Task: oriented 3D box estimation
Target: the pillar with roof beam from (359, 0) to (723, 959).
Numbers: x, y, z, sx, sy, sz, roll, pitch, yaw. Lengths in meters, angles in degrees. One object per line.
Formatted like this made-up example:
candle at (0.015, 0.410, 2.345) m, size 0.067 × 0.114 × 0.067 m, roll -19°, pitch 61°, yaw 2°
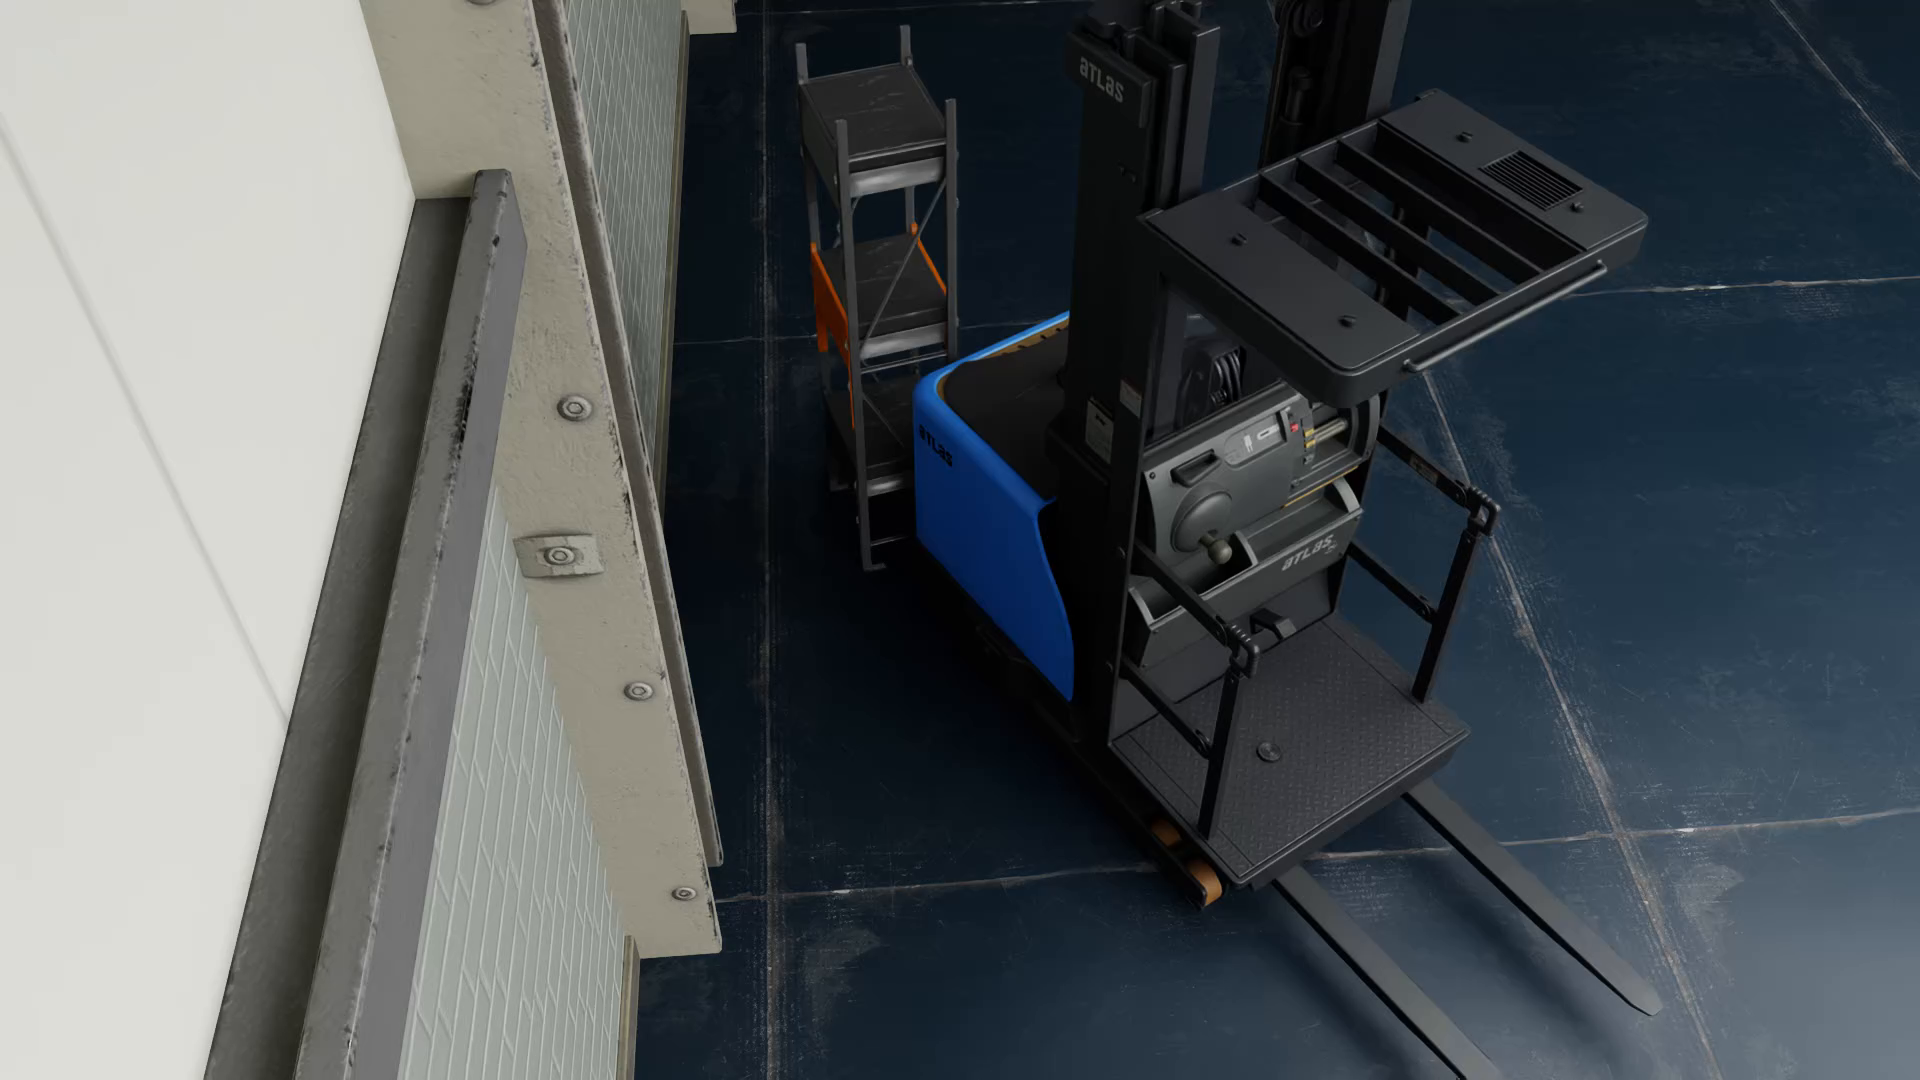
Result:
pillar with roof beam at (3.319, -2.108, 2.685) m, size 9.100 × 9.000 × 0.400 m, roll -3°, pitch 47°, yaw -3°

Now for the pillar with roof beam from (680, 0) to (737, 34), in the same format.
pillar with roof beam at (2.817, -6.449, 6.796) m, size 9.100 × 9.000 × 0.400 m, roll -3°, pitch 47°, yaw -3°

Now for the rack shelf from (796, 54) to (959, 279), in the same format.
rack shelf at (-0.283, -1.284, 5.711) m, size 0.431 × 0.518 × 0.480 m, roll -14°, pitch 48°, yaw -13°

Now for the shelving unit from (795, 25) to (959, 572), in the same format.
shelving unit at (-0.283, -0.812, 6.209) m, size 0.431 × 2.100 × 0.503 m, roll -14°, pitch 48°, yaw -13°

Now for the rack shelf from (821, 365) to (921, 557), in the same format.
rack shelf at (-0.283, -0.321, 6.727) m, size 0.431 × 0.518 × 0.480 m, roll -14°, pitch 48°, yaw -13°

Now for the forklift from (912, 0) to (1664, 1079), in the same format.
forklift at (1.066, -0.159, 5.019) m, size 1.130 × 2.935 × 3.031 m, roll -27°, pitch 52°, yaw -23°

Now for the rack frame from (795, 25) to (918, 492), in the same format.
rack frame at (-0.362, -0.979, 6.368) m, size 0.400 × 2.100 × 0.015 m, roll -14°, pitch 48°, yaw -13°

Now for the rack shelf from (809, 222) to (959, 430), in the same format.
rack shelf at (-0.283, -0.802, 6.219) m, size 0.431 × 0.518 × 0.480 m, roll -14°, pitch 48°, yaw -13°

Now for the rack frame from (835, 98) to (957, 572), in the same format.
rack frame at (-0.204, -0.644, 6.050) m, size 0.400 × 2.100 × 0.015 m, roll -14°, pitch 48°, yaw -13°
